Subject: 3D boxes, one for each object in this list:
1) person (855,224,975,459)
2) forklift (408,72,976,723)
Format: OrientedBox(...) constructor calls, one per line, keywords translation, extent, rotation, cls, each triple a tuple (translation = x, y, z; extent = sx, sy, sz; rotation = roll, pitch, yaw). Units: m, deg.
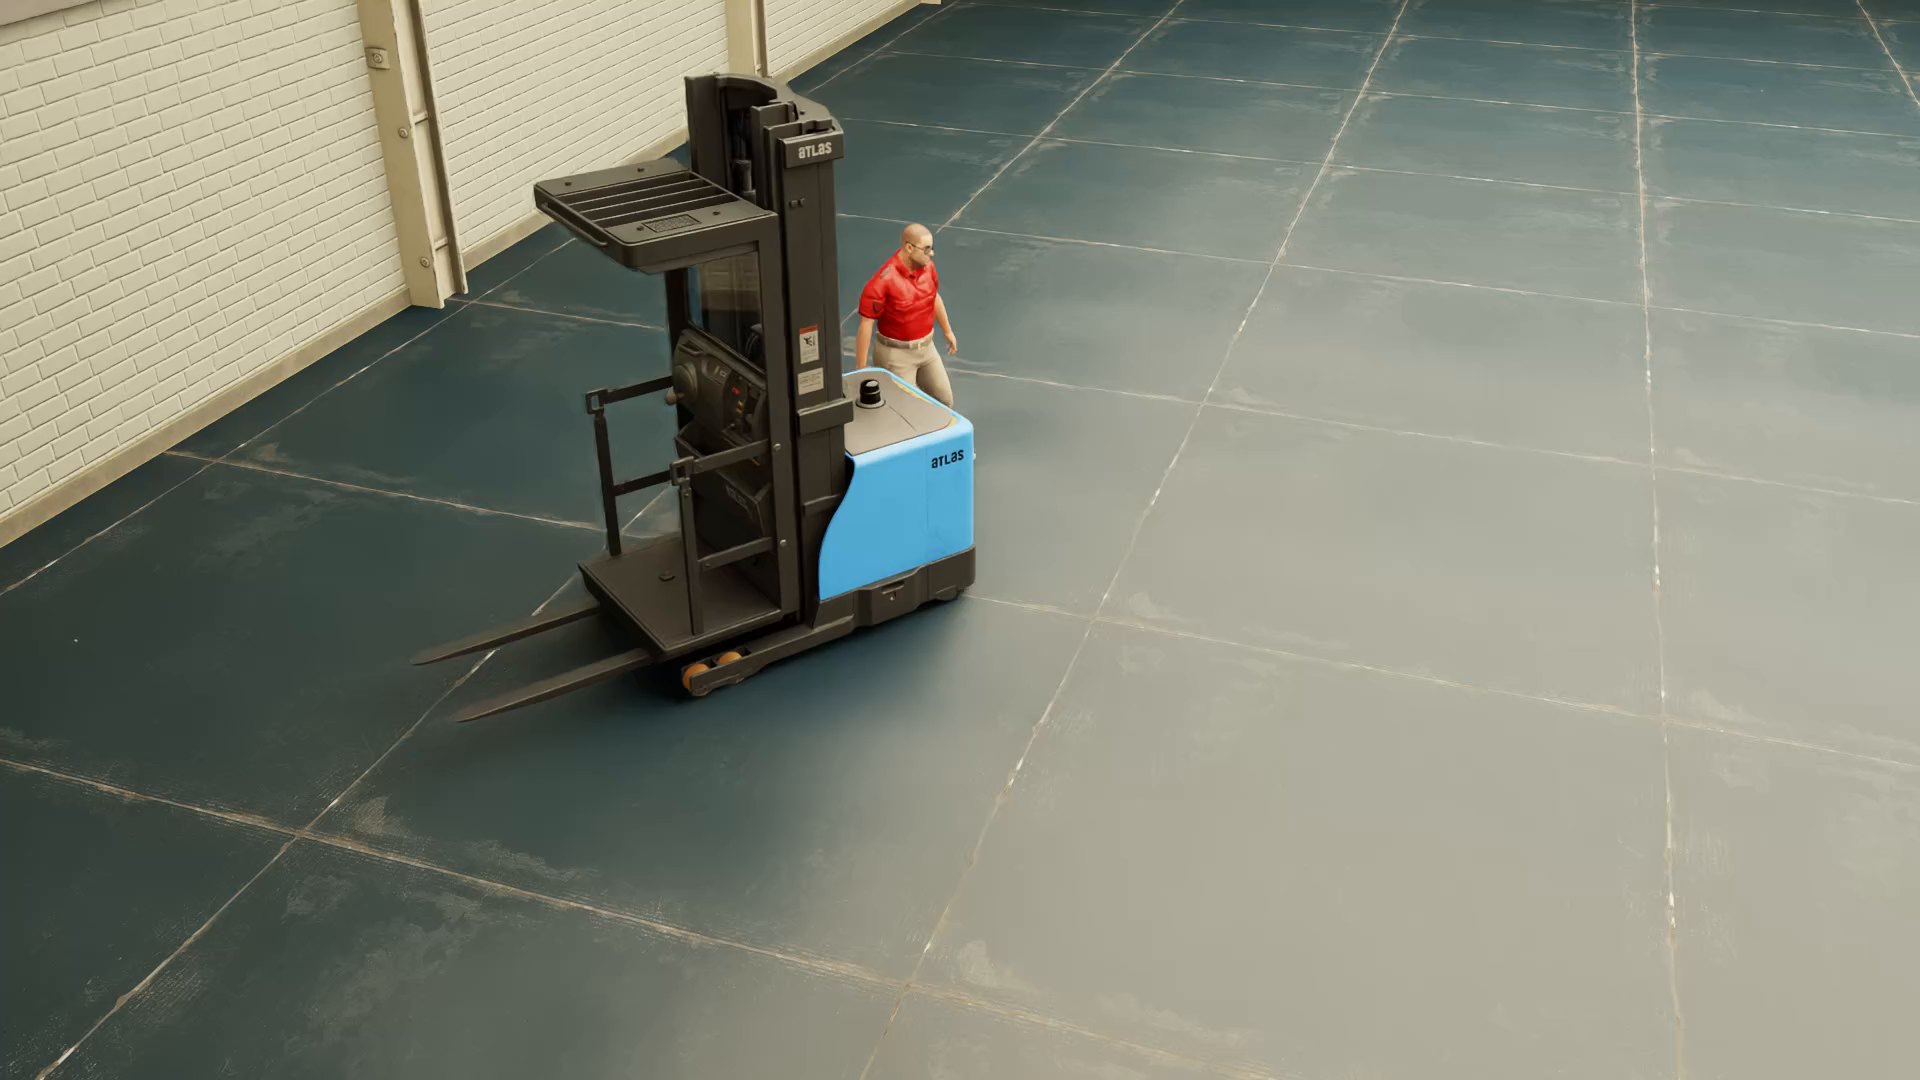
OrientedBox(translation=(-0.302, -1.182, 10.458), extent=(0.390, 1.702, 0.842), rotation=(23, 37, 35), cls="person")
OrientedBox(translation=(-1.411, -0.756, 8.464), extent=(3.031, 2.935, 1.130), rotation=(-19, 35, -30), cls="forklift")
